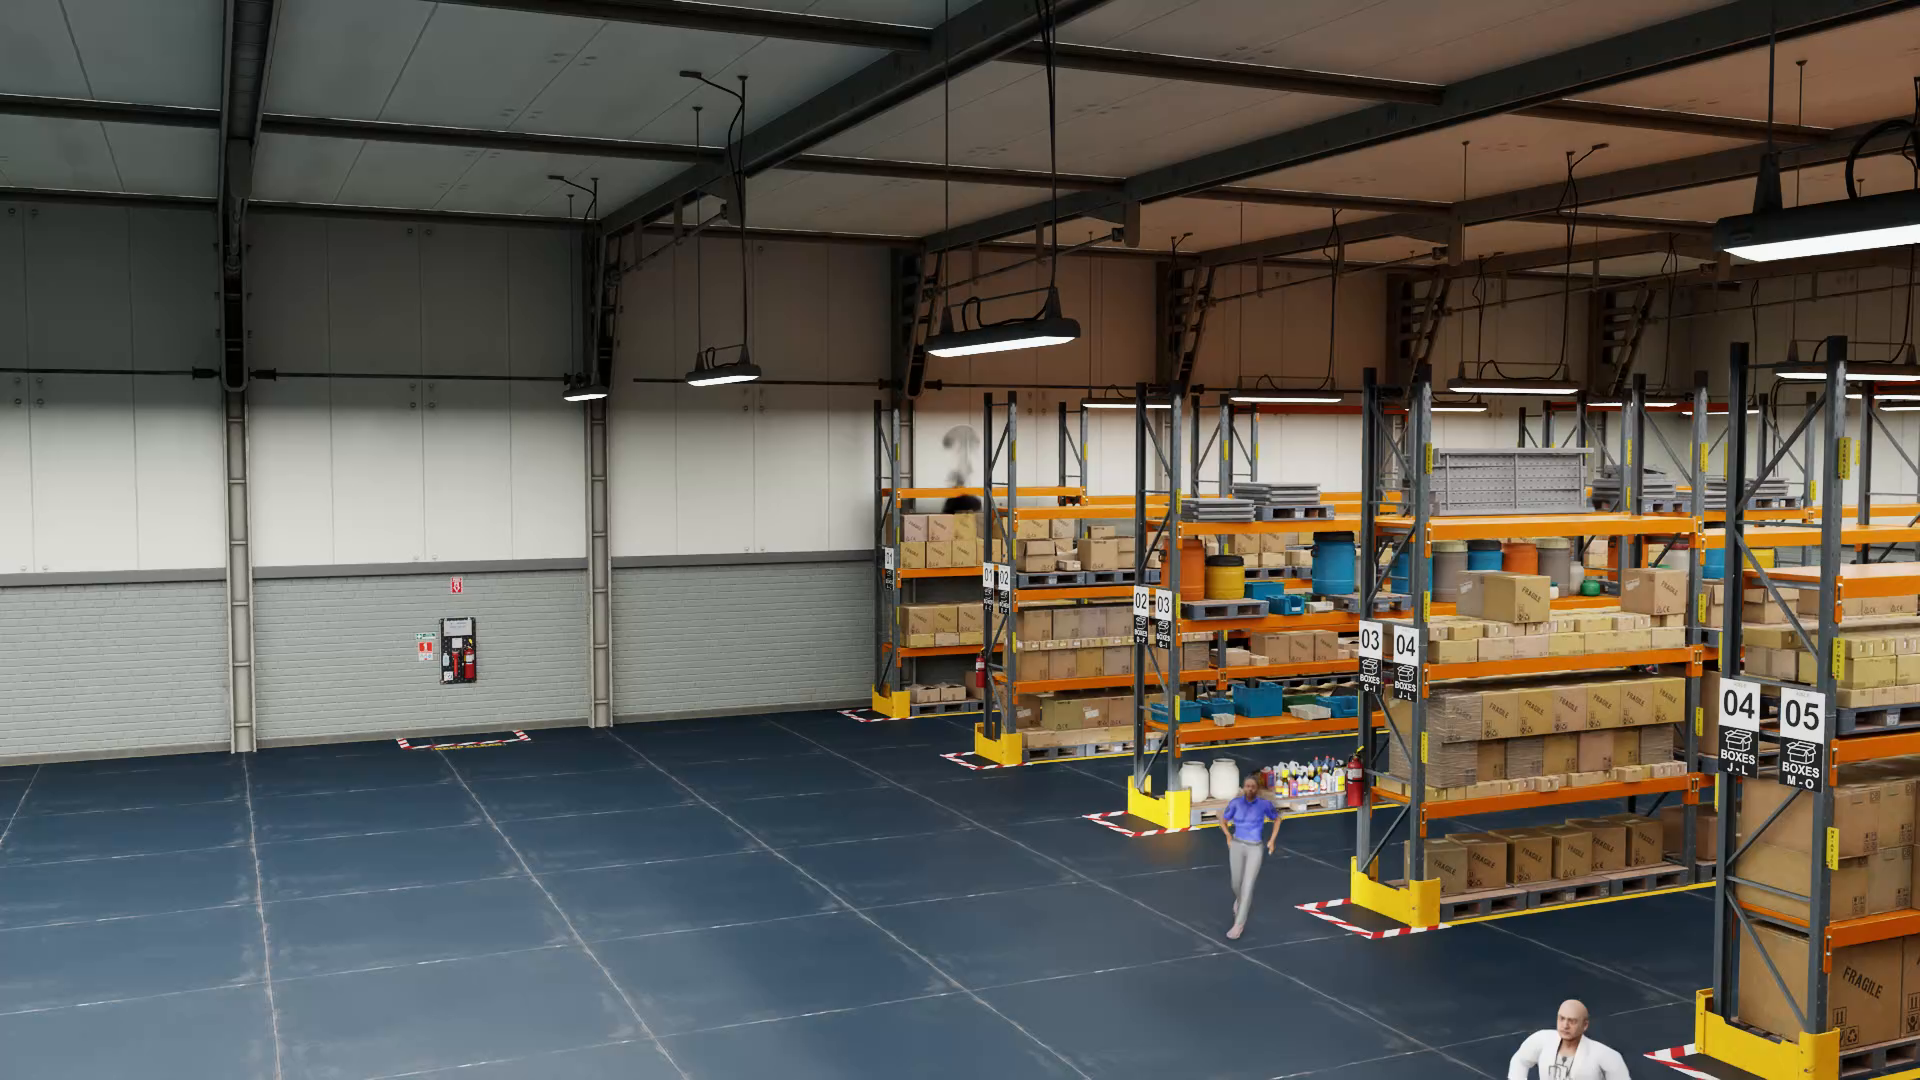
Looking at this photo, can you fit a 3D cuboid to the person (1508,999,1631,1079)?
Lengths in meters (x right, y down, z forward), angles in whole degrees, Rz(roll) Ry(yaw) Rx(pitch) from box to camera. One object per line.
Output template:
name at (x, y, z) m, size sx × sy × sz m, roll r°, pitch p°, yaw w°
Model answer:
person at (3.779, 3.718, 10.395) m, size 0.861 × 1.761 × 0.657 m, roll 2°, pitch 4°, yaw 34°

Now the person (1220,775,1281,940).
person at (3.063, 3.311, 17.643) m, size 0.619 × 1.649 × 0.955 m, roll 1°, pitch 4°, yaw 21°
